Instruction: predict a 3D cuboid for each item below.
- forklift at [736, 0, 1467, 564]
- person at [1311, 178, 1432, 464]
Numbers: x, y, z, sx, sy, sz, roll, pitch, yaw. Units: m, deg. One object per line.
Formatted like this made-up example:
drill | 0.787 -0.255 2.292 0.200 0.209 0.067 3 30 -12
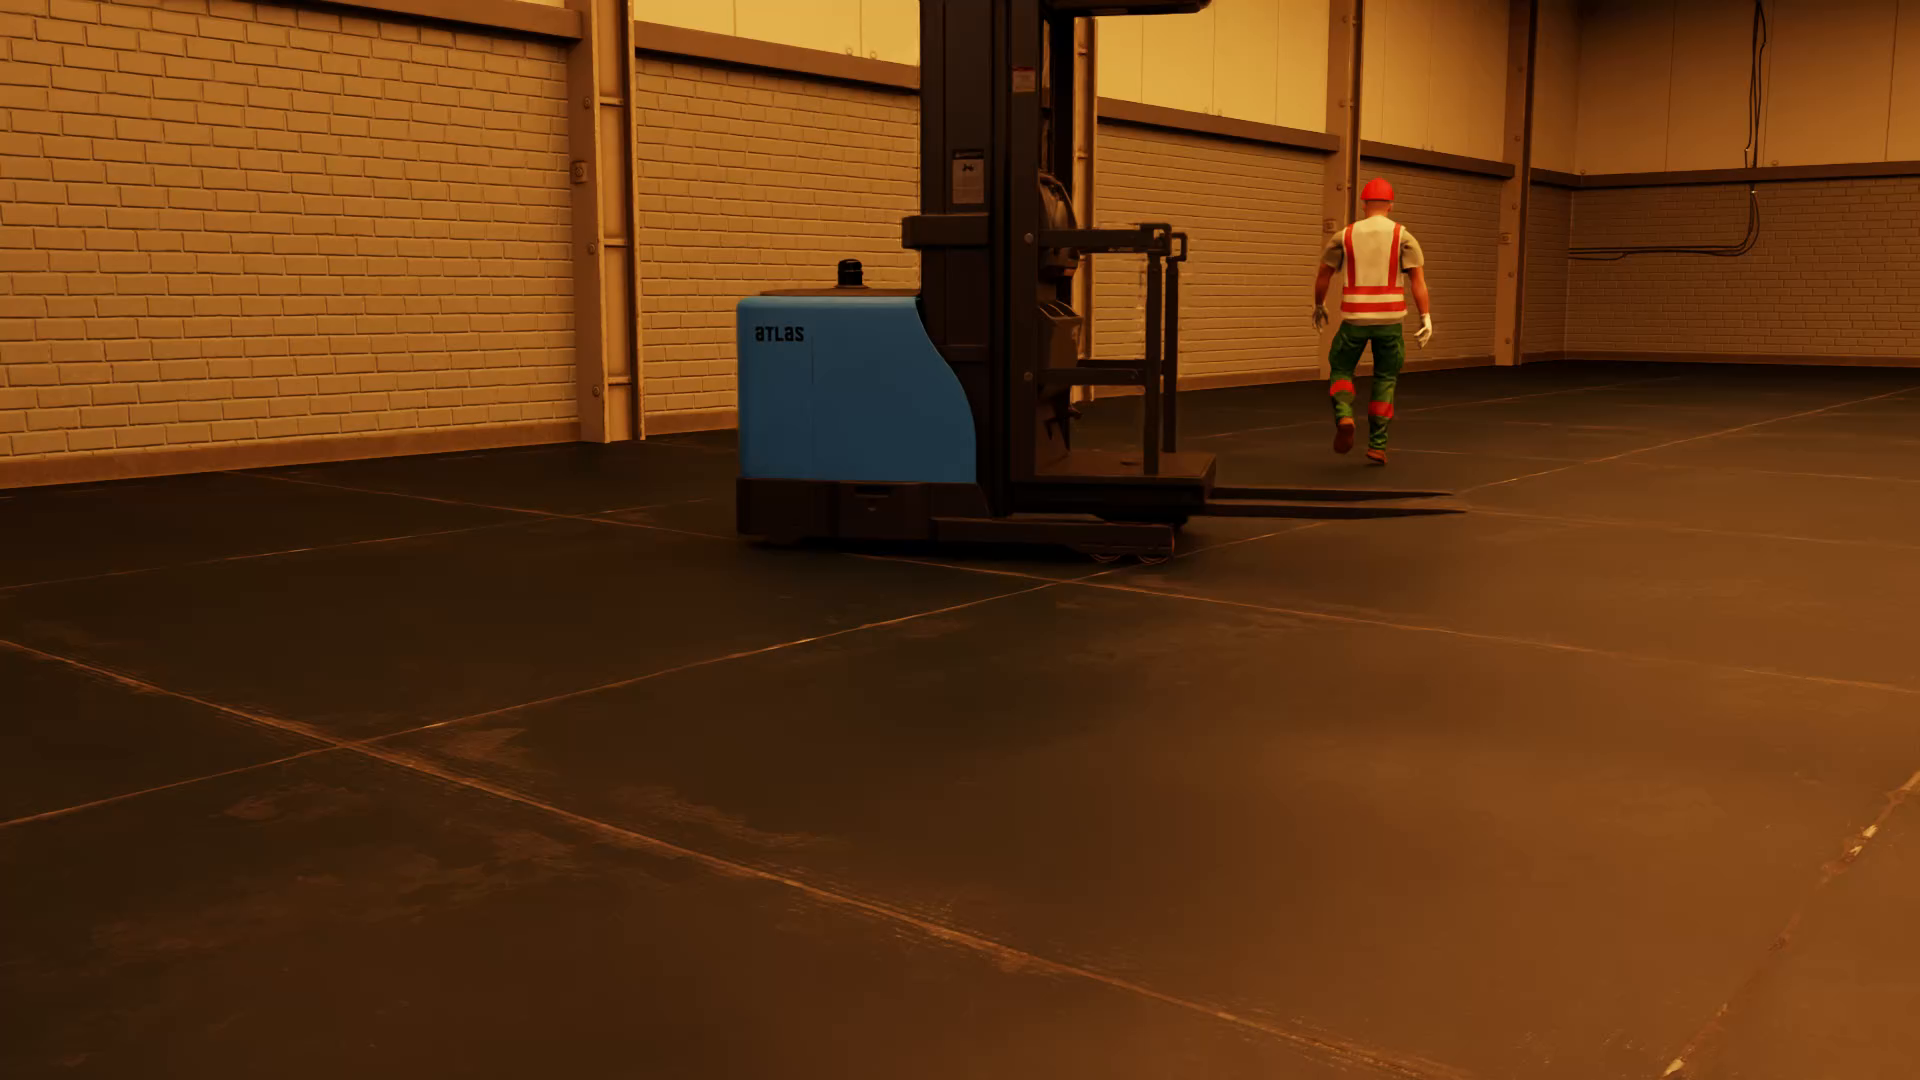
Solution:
forklift | 0.609 -1.435 7.089 3.031 2.935 1.130 2 8 11
person | 2.595 -1.369 10.521 0.754 1.809 0.498 2 9 16
